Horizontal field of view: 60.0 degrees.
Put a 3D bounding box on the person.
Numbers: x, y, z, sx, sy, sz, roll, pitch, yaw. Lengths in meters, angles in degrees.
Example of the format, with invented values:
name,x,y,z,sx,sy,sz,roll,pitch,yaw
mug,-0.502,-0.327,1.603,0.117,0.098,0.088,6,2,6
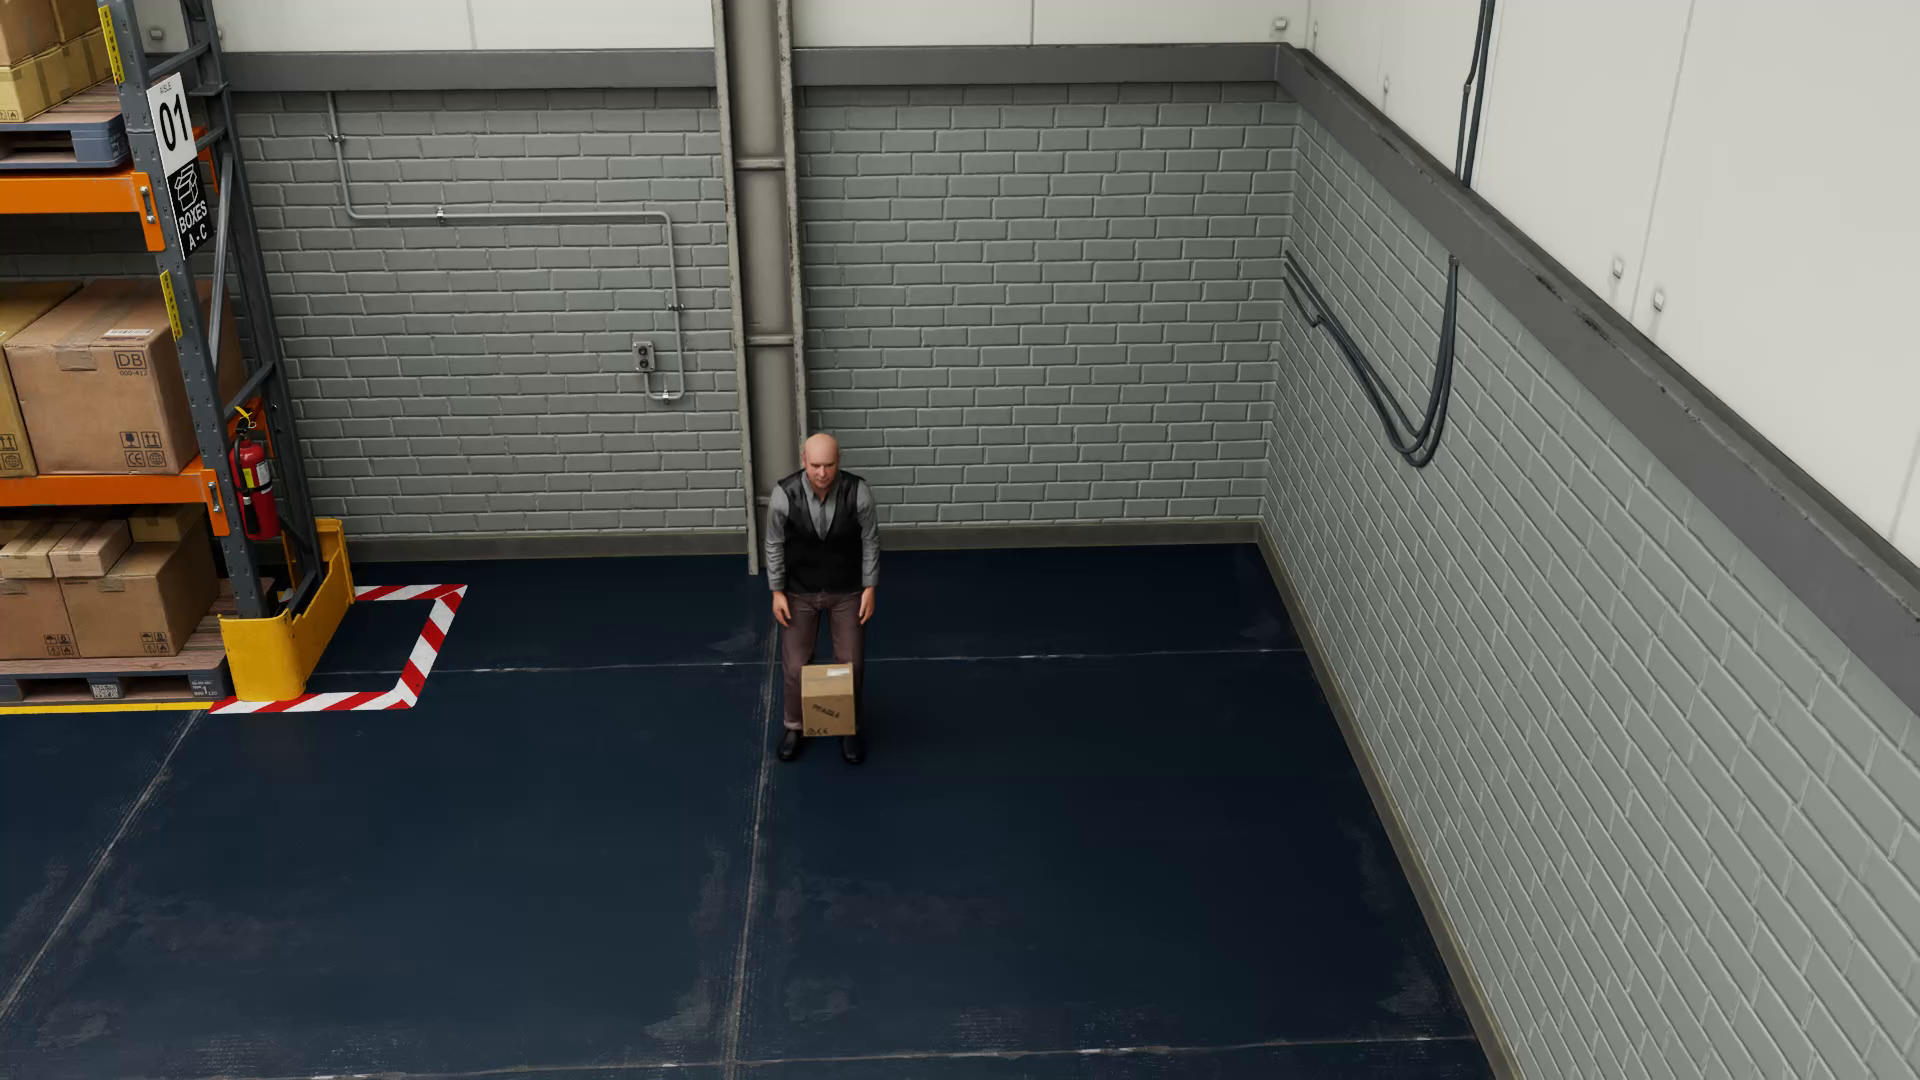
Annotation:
name,x,y,z,sx,sy,sz,roll,pitch,yaw
person,-0.661,0.266,8.128,0.563,1.724,0.473,-2,27,-4
